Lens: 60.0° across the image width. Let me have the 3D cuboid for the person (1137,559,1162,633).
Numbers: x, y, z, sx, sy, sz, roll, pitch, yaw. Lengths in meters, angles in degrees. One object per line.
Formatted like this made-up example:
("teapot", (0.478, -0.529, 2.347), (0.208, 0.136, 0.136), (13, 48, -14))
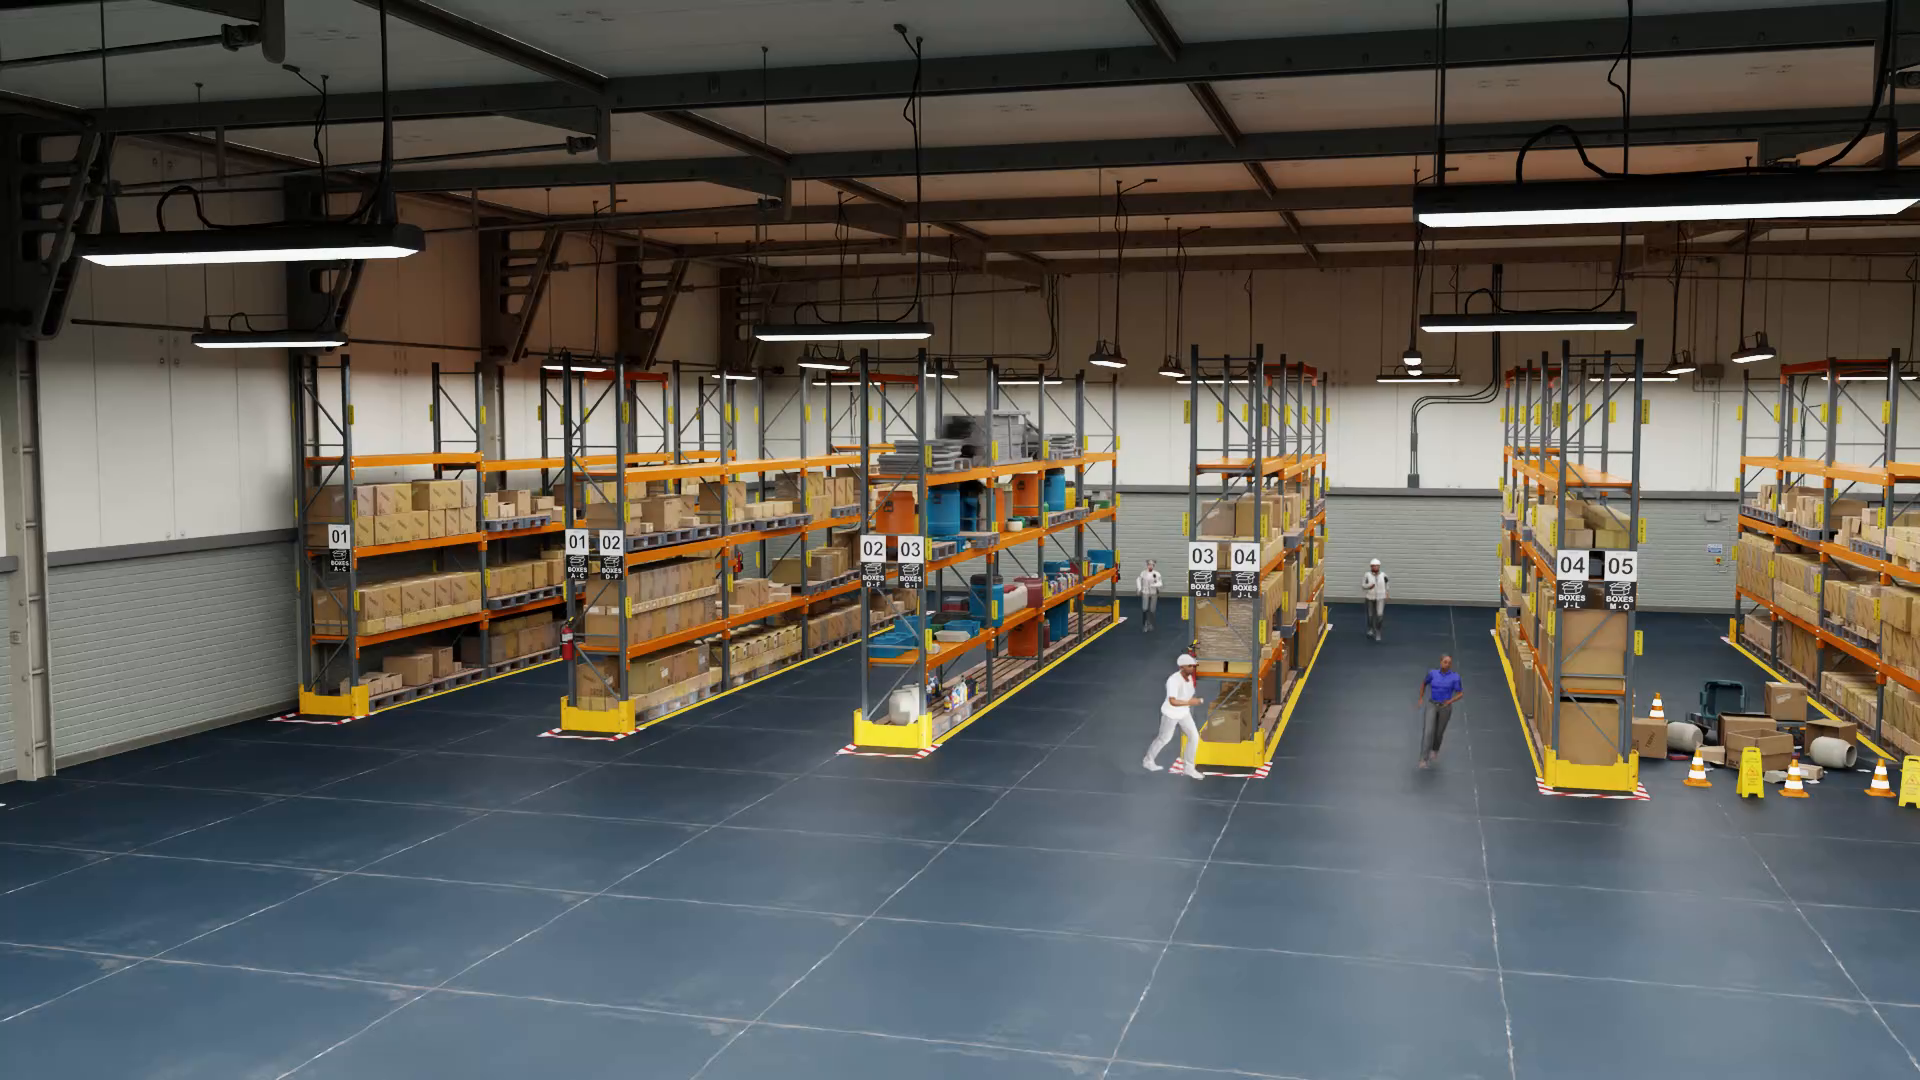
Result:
("person", (4.372, 1.284, 38.375), (0.575, 1.718, 0.695), (0, 4, 5))

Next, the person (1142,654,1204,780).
("person", (2.979, 2.416, 22.907), (0.993, 1.728, 0.722), (4, 6, 42))

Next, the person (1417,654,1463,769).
("person", (6.787, 2.396, 23.521), (0.625, 1.583, 0.991), (1, 4, 17))

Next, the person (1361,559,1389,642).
("person", (9.251, 1.330, 37.077), (0.639, 1.827, 0.865), (1, 4, 9))
